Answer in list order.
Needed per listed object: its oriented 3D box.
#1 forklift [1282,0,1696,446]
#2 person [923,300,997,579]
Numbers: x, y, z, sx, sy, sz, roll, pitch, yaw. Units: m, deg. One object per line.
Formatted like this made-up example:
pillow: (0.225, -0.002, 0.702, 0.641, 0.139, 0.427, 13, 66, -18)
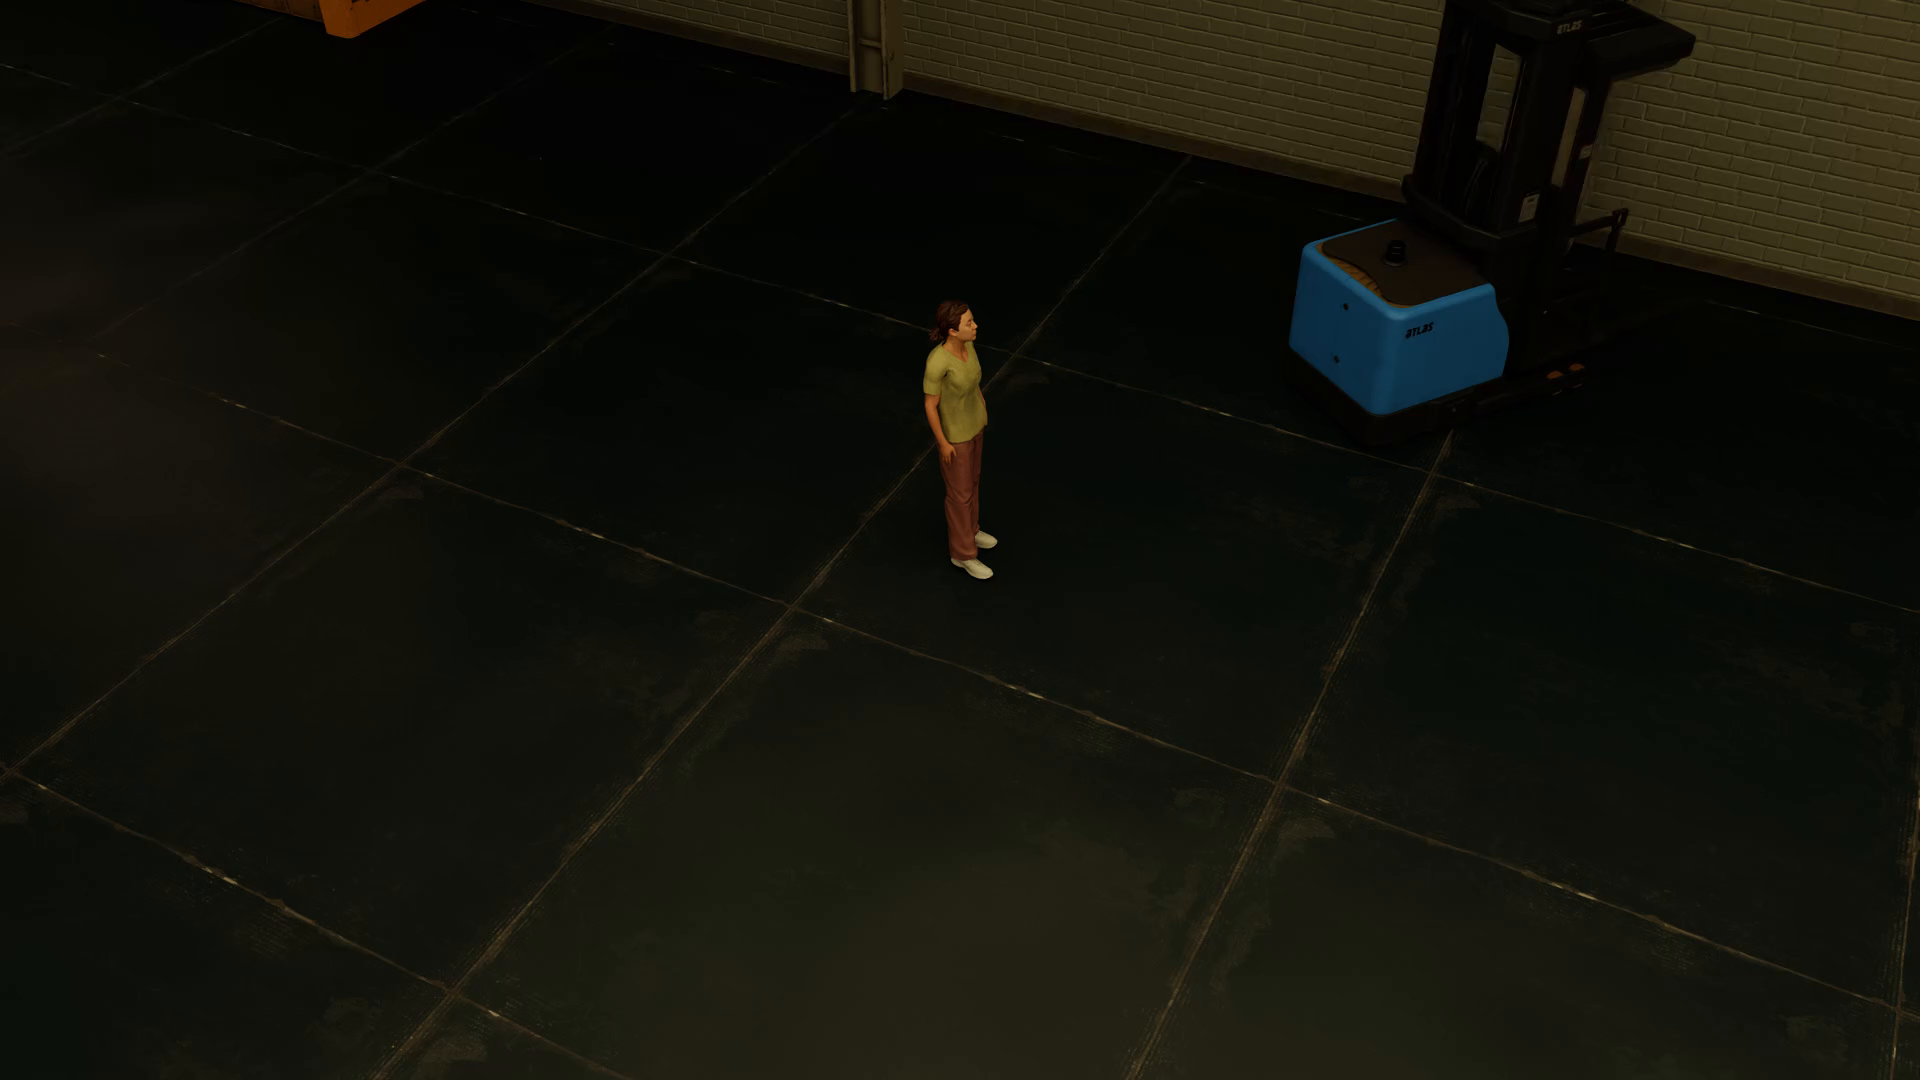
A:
forklift: (3.779, -2.403, 10.839, 3.031, 2.935, 1.130, -18, 43, -21)
person: (0.060, -0.618, 9.684, 0.549, 1.675, 0.555, 18, 43, 21)
